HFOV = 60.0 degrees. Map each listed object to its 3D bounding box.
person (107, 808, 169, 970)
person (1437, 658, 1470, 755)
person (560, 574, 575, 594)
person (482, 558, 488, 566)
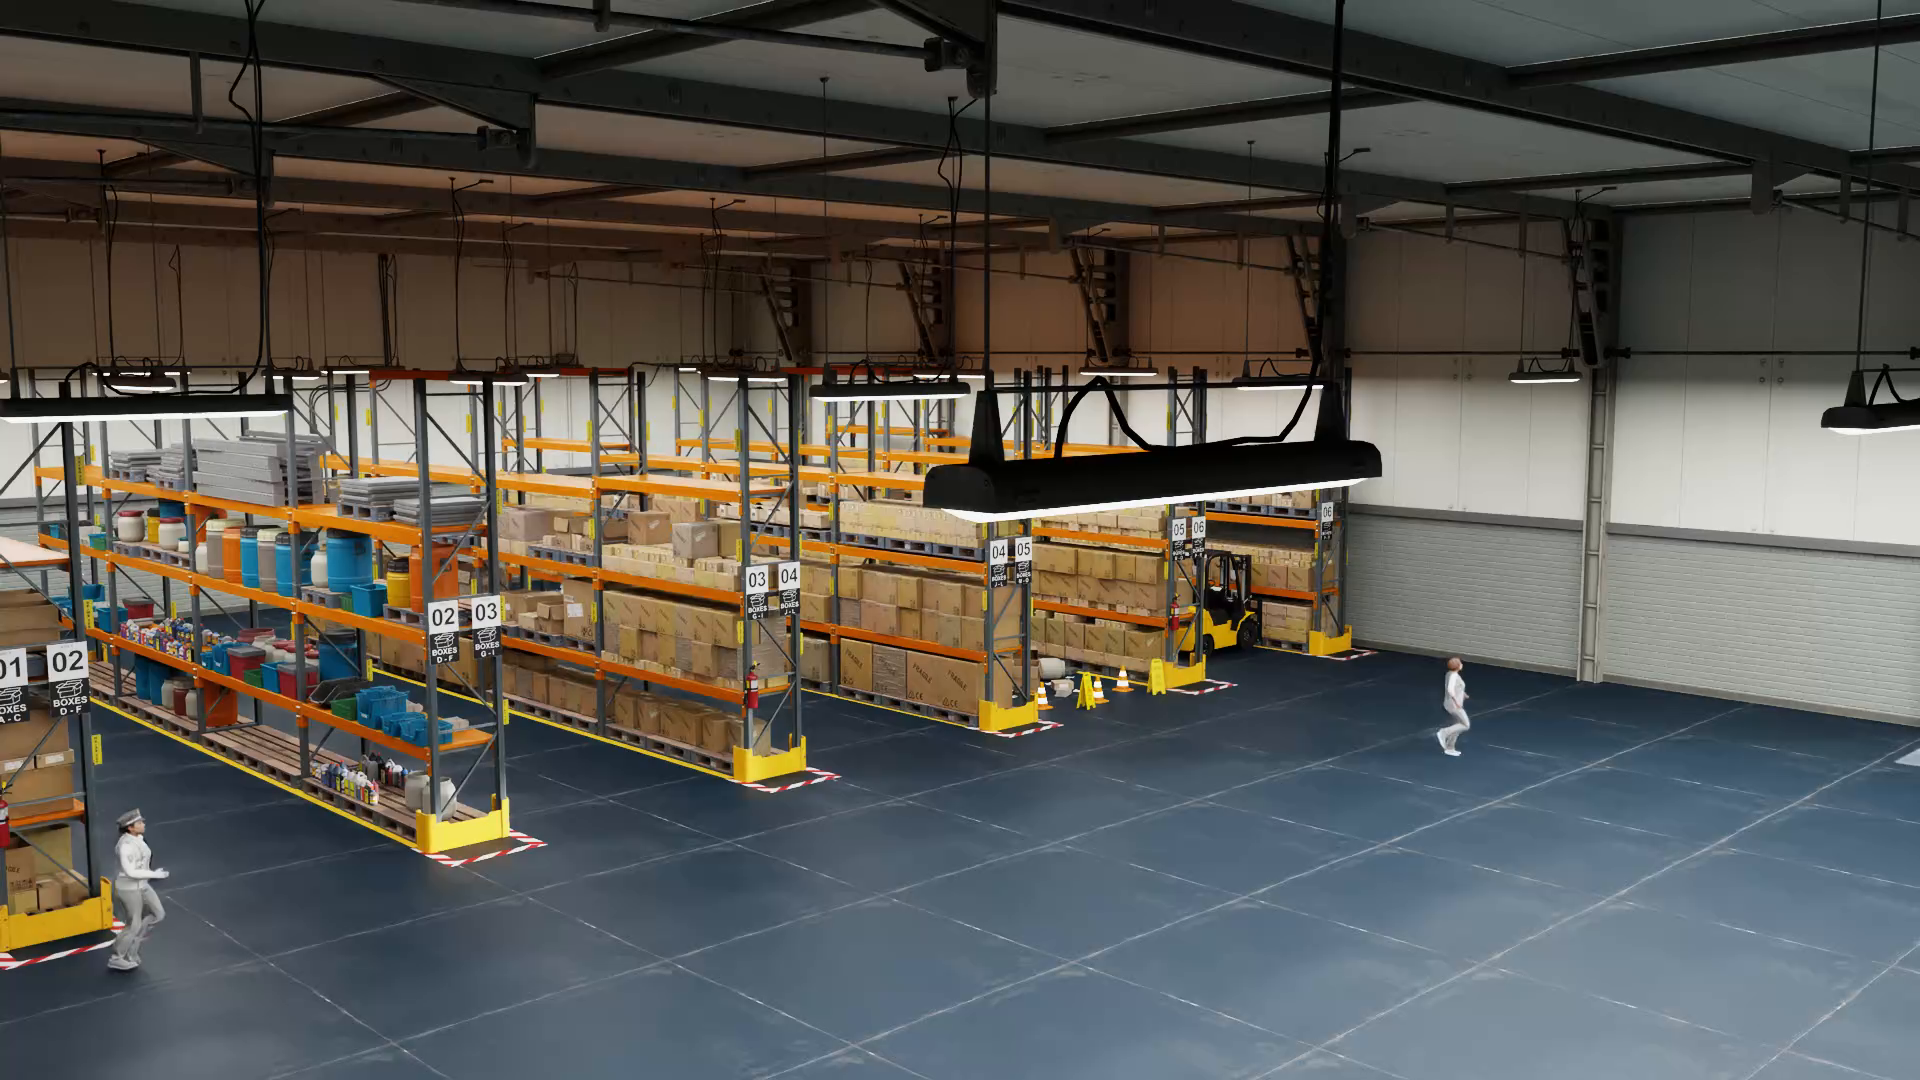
[{"bbox_3d":[-8.459,3.578,17.119,0.633,1.679,0.638,-2,7,-14],"label":"person"},{"bbox_3d":[7.756,2.618,26.137,0.521,1.556,0.588,1,6,5],"label":"person"},{"bbox_3d":[-8.262,1.540,35.274,0.587,1.697,1.058,-6,9,-42],"label":"person"},{"bbox_3d":[-11.401,1.074,39.821,0.601,1.560,0.498,4,8,32],"label":"person"}]
